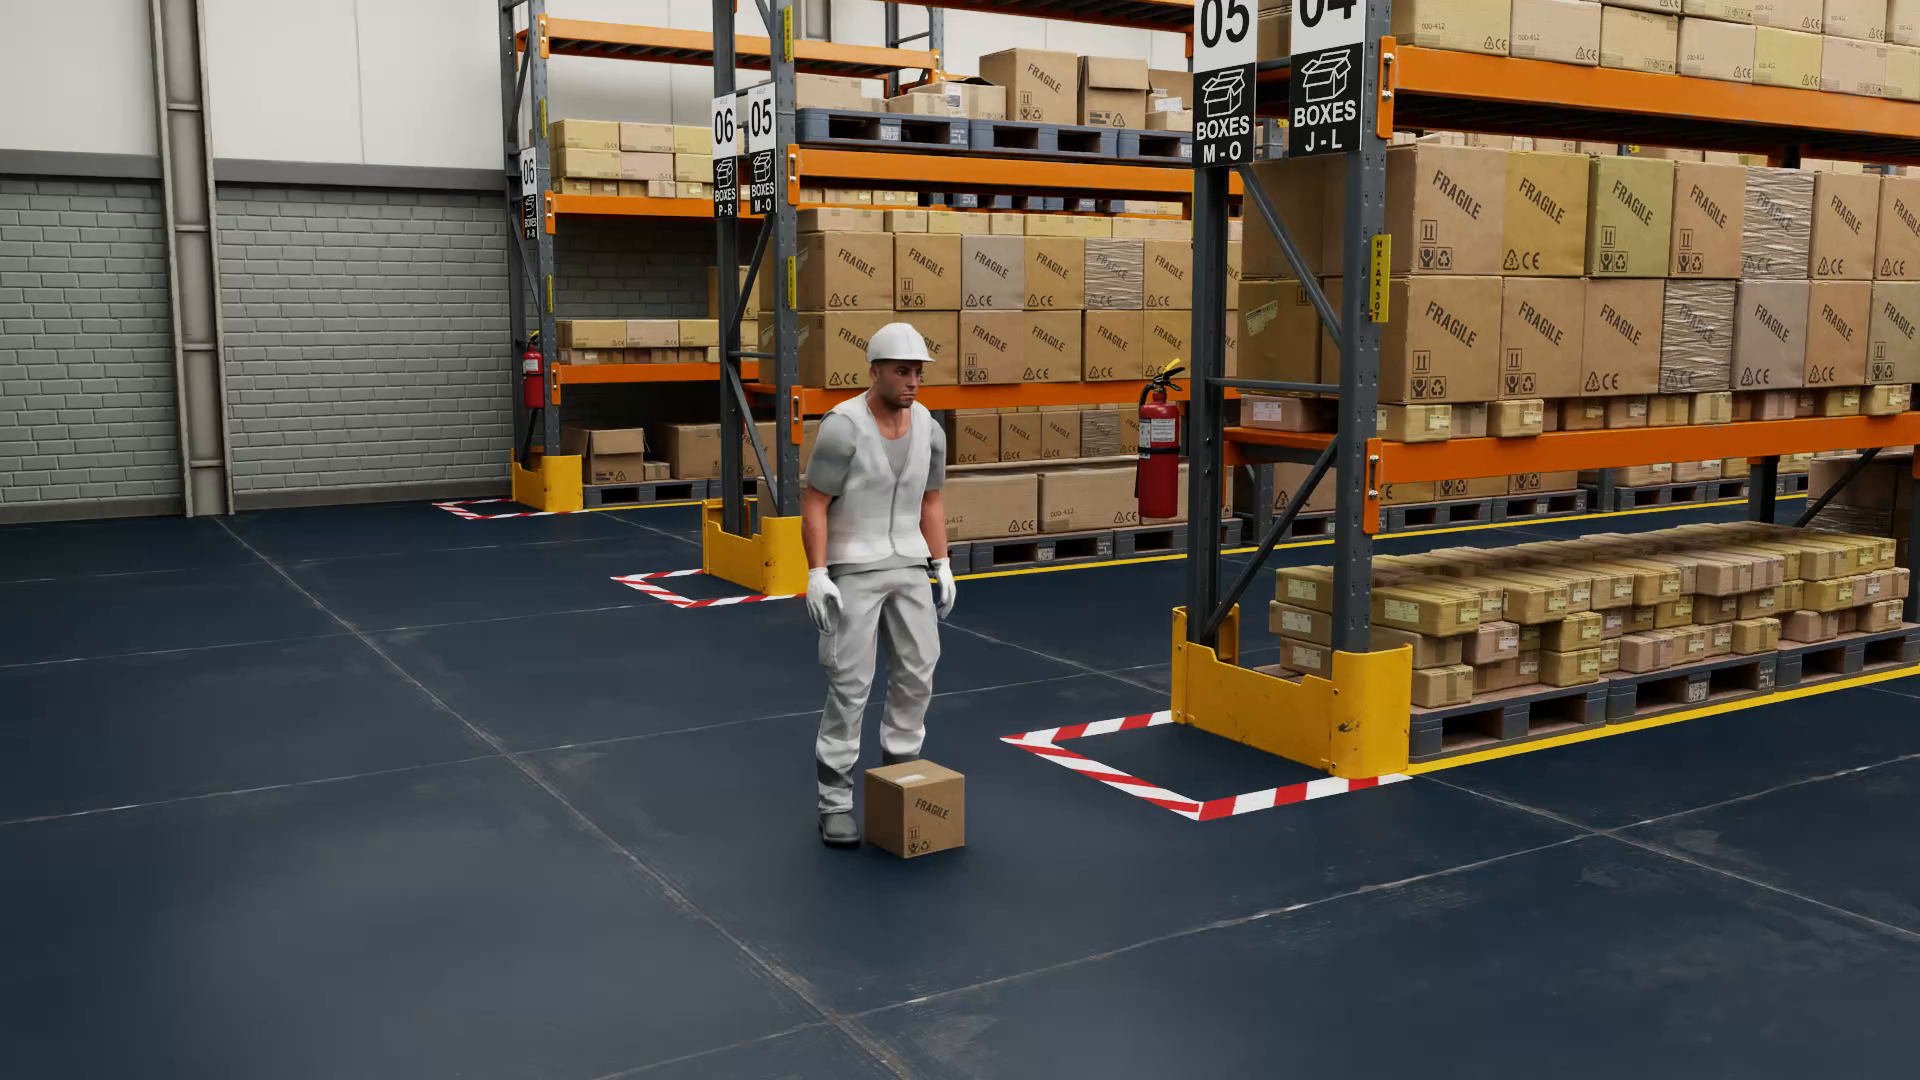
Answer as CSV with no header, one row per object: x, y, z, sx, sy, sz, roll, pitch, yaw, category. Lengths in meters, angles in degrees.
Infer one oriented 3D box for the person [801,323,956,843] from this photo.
-0.270,0.138,5.798,0.609,1.777,0.453,-5,10,-34,person
